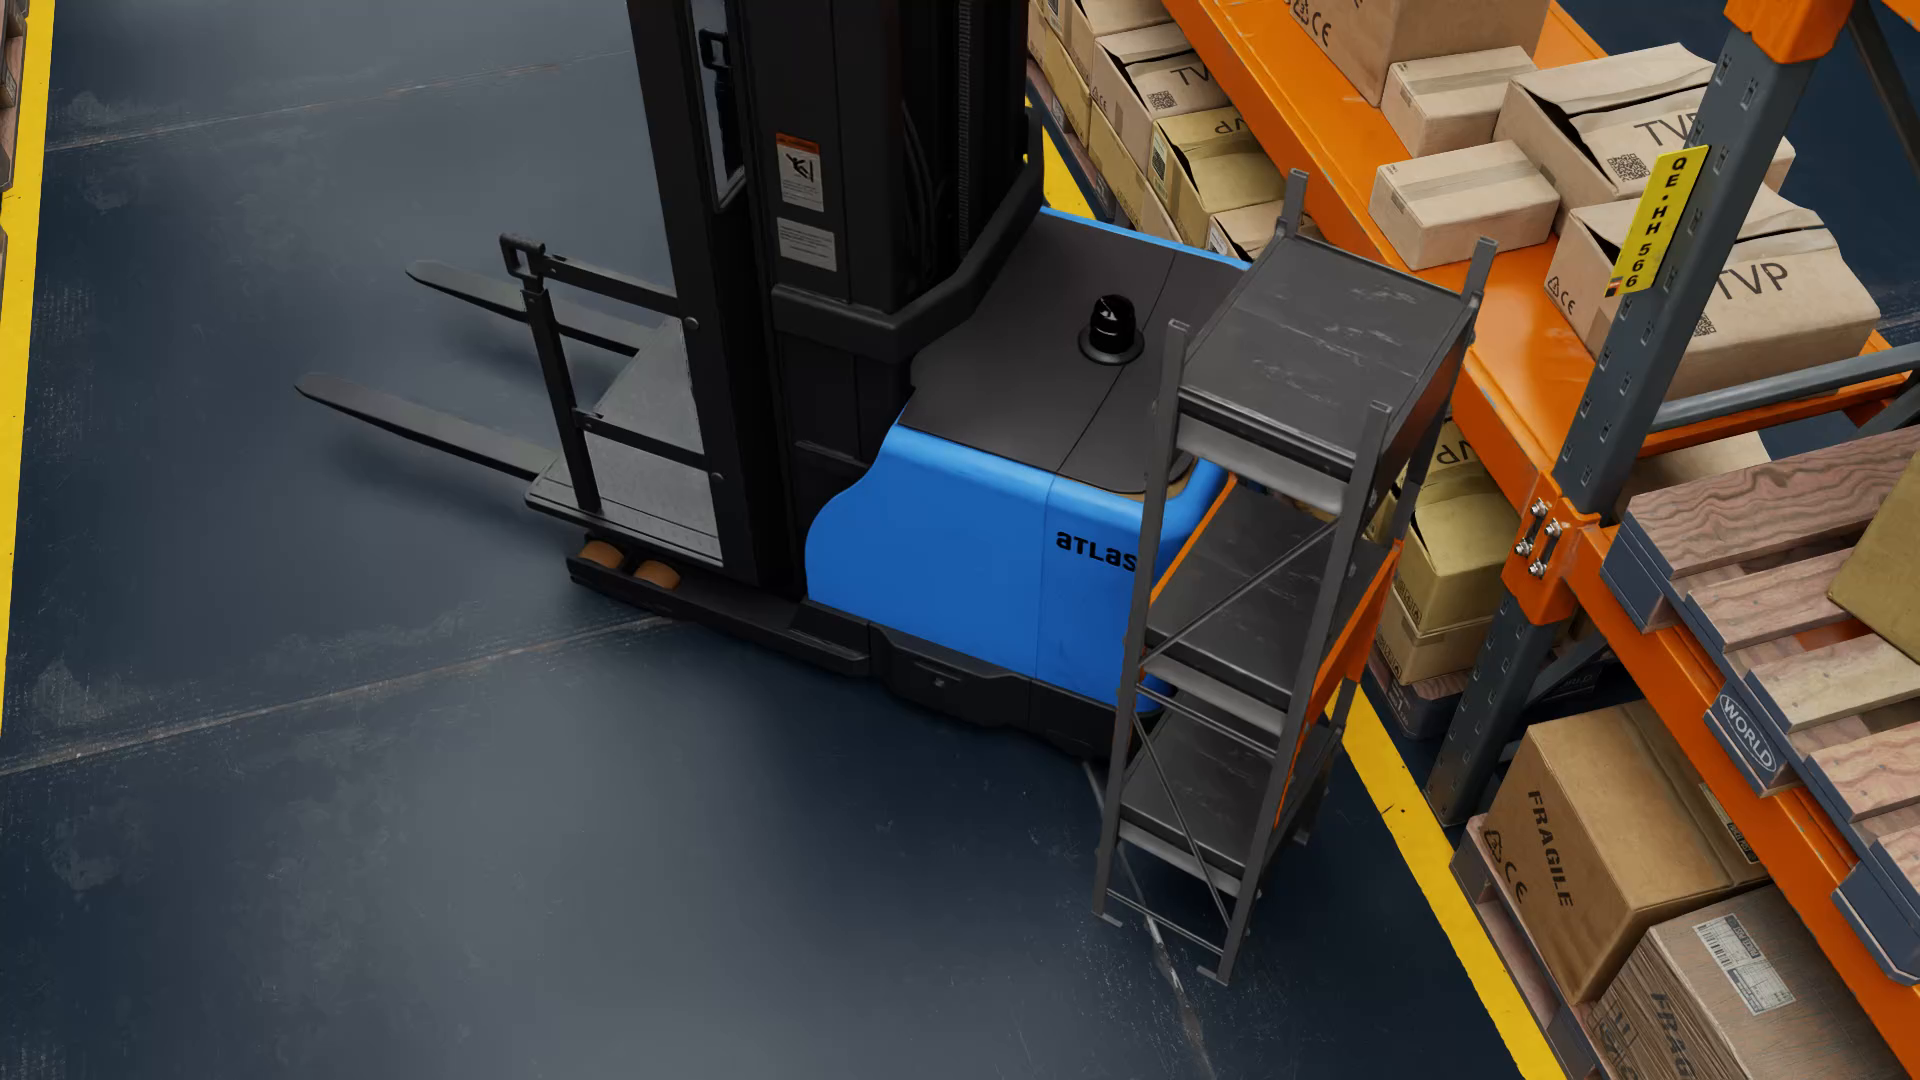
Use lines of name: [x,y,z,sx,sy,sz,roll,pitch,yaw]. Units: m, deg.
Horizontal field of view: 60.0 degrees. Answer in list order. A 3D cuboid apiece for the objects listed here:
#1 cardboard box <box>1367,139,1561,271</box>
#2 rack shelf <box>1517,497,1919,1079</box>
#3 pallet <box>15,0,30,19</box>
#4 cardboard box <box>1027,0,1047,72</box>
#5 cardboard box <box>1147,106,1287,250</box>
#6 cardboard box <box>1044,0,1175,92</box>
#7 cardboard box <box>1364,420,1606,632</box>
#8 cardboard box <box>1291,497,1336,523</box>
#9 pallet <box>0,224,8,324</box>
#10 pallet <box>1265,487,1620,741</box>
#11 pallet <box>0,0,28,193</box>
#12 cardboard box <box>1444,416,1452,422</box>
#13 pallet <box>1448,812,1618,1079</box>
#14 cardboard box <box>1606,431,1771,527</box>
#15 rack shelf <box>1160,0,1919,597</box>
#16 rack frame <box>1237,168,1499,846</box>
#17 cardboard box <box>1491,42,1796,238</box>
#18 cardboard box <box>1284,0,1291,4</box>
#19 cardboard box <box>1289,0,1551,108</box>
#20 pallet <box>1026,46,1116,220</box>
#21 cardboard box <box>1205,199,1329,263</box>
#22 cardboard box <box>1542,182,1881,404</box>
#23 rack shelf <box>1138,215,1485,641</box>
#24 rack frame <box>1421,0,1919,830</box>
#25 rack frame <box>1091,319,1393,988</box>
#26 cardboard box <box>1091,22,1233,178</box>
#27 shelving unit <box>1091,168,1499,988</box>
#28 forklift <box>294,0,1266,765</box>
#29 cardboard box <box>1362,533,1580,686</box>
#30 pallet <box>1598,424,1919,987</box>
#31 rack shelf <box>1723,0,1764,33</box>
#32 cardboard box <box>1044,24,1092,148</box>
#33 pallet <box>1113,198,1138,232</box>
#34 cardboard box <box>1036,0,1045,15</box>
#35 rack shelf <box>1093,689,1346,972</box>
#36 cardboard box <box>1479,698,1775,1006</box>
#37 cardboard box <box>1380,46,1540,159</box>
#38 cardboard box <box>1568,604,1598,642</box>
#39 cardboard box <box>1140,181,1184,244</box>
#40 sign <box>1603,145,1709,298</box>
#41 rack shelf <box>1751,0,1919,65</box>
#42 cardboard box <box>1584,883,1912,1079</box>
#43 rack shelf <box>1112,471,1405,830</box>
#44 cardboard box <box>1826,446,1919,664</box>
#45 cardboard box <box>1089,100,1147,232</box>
cardboard box: [1.257,-0.840,4.161,0.380,0.149,0.250,-13,51,-11]
rack shelf: [2.379,1.366,2.607,1.077,0.370,4.000,-13,51,-11]
pallet: [-4.652,-2.625,7.325,1.003,0.211,1.213,-13,51,-11]
cardboard box: [0.487,-2.147,6.622,0.500,0.250,0.500,-14,51,-12]
cardboard box: [0.944,-1.197,5.454,0.500,0.311,0.500,-12,51,-10]
cardboard box: [0.631,-1.953,6.092,0.500,0.311,0.500,-14,51,-11]
cardboard box: [1.397,-0.083,4.515,0.500,0.311,0.500,-12,51,-10]
cardboard box: [1.243,-0.281,5.048,0.500,0.250,0.500,-14,51,-11]
pallet: [-3.859,-0.667,5.675,1.003,0.211,1.213,-13,51,-11]
pallet: [1.581,-0.038,5.144,1.003,0.211,1.213,-13,51,-11]
pallet: [-4.288,-1.732,6.572,1.003,0.211,1.213,-13,51,-11]
cardboard box: [1.237,-0.462,4.834,0.500,0.311,0.500,-14,51,-12]
pallet: [1.972,1.126,4.163,1.003,0.211,1.213,-13,51,-11]
cardboard box: [1.913,-0.206,4.618,0.500,0.311,0.500,-12,51,-10]
rack shelf: [1.196,-1.556,5.070,1.077,0.370,4.000,-13,51,-11]
rack frame: [0.780,0.073,3.815,0.400,2.100,0.015,25,54,20]
cardboard box: [1.708,-0.995,4.185,0.500,0.311,0.500,-14,51,-11]
cardboard box: [1.120,-1.965,4.879,0.500,0.500,0.500,-13,51,-11]
cardboard box: [1.275,-1.581,4.555,0.500,0.500,0.500,-16,52,-13]
pallet: [0.859,-1.820,6.646,1.003,0.211,1.213,-13,51,-11]
cardboard box: [1.090,-0.831,5.146,0.500,0.311,0.500,-14,51,-11]
cardboard box: [1.721,-0.574,3.830,0.500,0.311,0.500,-10,51,-9]
rack shelf: [0.653,-0.213,3.157,0.431,0.518,0.480,25,54,20]
rack frame: [1.787,-0.327,3.564,1.000,3.000,0.127,-13,51,-11]
rack frame: [0.522,0.388,3.547,0.400,2.100,0.015,25,54,20]
cardboard box: [0.786,-1.575,5.773,0.500,0.311,0.500,-15,51,-12]
shelving unit: [0.651,0.231,3.681,0.431,2.100,0.503,25,54,20]
forklift: [-0.639,-1.074,4.239,3.031,2.935,1.130,18,52,15]
cardboard box: [1.398,0.095,4.732,0.500,0.250,0.500,-12,51,-10]
pallet: [2.055,0.214,3.233,1.213,0.211,1.003,-13,51,-11]
rack shelf: [1.196,-2.522,3.923,1.077,0.370,4.000,-13,51,-11]
cardboard box: [0.637,-1.773,6.307,0.500,0.250,0.500,-12,51,-10]
pallet: [1.224,-0.928,5.894,1.003,0.211,1.213,-13,51,-11]
cardboard box: [0.488,-2.320,6.401,0.500,0.311,0.500,-13,51,-11]
rack shelf: [0.650,0.692,4.226,0.431,0.518,0.480,25,54,20]
cardboard box: [1.649,0.734,4.016,0.500,0.500,0.500,-11,51,-9]
cardboard box: [1.356,-1.164,4.434,0.380,0.149,0.250,-10,51,-8]
cardboard box: [1.913,-0.025,4.833,0.500,0.250,0.500,-13,51,-11]
cardboard box: [0.942,-1.024,5.675,0.500,0.250,0.500,-12,51,-10]
sign: [1.258,-0.572,3.013,0.100,0.325,0.005,-13,51,-11]
rack shelf: [2.379,0.399,1.460,1.077,0.370,4.000,-13,51,-11]
cardboard box: [1.809,1.115,3.695,0.500,0.500,0.500,-15,51,-12]
rack shelf: [0.651,0.239,3.691,0.431,0.518,0.480,25,54,20]
cardboard box: [2.081,-0.060,2.998,0.700,0.500,0.500,-30,56,-23]
cardboard box: [0.792,-1.395,5.988,0.500,0.250,0.500,-15,51,-12]
